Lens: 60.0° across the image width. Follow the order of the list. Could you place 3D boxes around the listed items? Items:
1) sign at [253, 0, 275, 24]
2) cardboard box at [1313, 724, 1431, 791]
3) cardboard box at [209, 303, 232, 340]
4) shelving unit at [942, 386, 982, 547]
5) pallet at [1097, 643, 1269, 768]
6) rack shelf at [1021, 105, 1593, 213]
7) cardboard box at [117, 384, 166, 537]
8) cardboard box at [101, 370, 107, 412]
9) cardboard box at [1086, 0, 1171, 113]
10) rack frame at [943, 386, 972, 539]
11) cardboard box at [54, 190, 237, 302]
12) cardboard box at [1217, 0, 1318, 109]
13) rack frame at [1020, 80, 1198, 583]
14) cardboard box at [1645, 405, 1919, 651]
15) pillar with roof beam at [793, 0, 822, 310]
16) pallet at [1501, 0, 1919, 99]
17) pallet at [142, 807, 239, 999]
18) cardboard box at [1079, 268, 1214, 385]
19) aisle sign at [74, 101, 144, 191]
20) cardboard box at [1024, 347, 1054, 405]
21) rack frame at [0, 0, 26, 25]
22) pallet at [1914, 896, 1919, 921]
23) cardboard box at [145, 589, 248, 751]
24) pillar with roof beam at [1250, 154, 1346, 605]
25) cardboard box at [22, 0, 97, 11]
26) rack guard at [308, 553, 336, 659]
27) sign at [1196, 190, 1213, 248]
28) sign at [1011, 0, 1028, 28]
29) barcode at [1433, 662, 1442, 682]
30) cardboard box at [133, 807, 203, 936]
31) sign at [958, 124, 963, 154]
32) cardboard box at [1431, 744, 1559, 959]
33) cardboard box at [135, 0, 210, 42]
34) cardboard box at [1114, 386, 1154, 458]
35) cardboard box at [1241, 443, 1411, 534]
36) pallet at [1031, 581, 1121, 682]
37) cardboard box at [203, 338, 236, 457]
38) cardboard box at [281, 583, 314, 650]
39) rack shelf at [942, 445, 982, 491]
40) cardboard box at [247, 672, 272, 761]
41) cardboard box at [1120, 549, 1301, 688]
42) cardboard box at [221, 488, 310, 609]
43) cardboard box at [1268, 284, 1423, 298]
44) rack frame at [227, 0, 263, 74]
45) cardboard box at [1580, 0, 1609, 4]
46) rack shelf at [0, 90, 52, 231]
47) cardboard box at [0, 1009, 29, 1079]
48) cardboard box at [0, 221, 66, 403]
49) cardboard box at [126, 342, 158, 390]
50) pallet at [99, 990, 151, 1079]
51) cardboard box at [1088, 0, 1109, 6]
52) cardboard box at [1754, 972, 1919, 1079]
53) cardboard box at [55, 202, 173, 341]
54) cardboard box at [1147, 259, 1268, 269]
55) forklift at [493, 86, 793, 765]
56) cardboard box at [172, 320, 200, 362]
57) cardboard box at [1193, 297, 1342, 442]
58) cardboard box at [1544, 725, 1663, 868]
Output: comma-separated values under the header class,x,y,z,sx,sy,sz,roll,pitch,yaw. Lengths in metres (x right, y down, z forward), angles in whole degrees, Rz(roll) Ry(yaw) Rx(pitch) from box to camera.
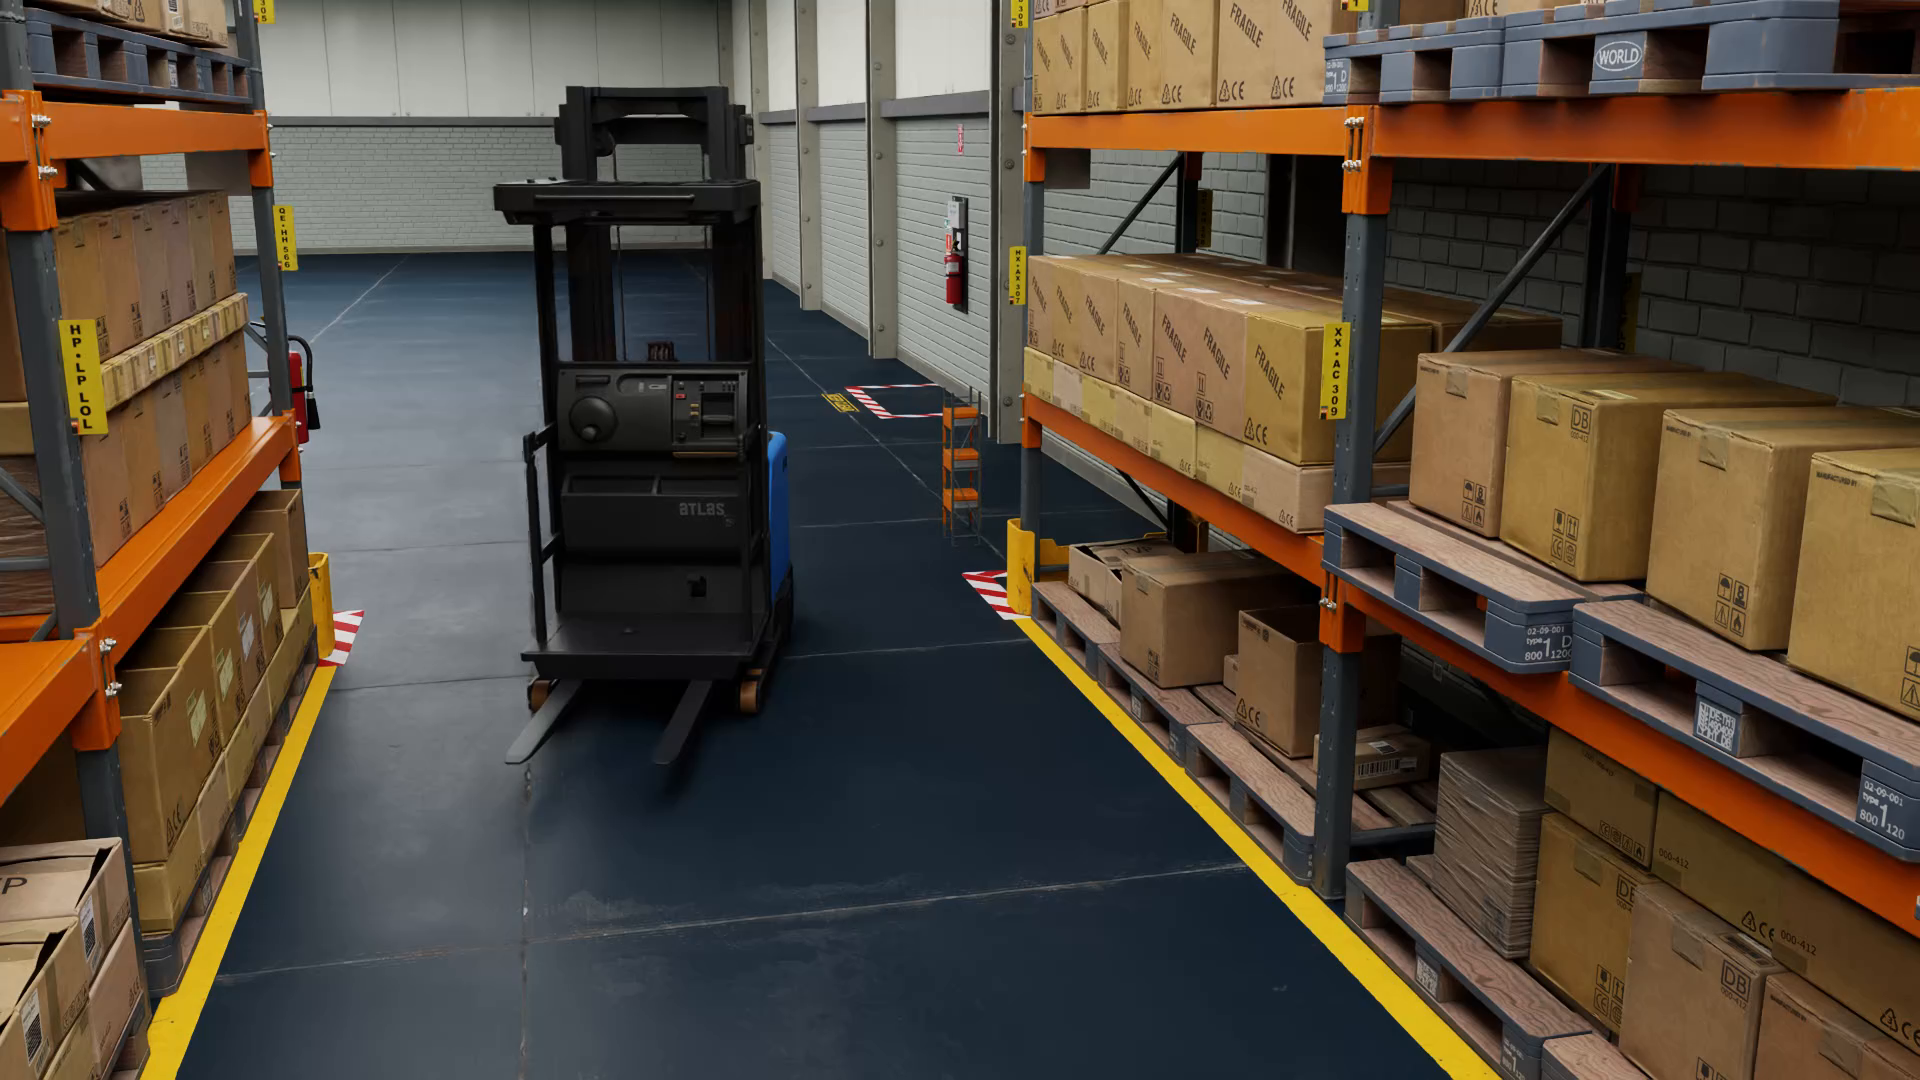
class,x,y,z,sx,sy,sz,roll,pitch,yaw
sign,-3.427,-2.704,8.154,0.100,0.325,0.005,-3,14,-13
cardboard box,1.641,0.859,6.634,0.380,0.166,0.250,-5,15,-21
cardboard box,-3.560,-0.995,7.600,0.380,0.149,0.250,-3,14,-14
shelving unit,0.013,-0.498,11.252,0.215,1.050,0.252,-3,14,-13
pallet,1.314,0.738,7.963,1.003,0.211,1.213,-3,14,-13
rack shelf,1.326,-1.751,7.469,1.077,0.370,4.000,-3,14,-13
cardboard box,-3.373,-0.293,6.095,0.700,0.500,0.500,-3,14,-12
cardboard box,-3.014,-0.459,5.407,0.380,0.149,0.250,-4,14,-15
cardboard box,0.909,-2.284,7.881,0.500,0.500,0.500,-3,14,-11
rack frame,-0.016,-0.526,11.367,0.200,1.050,0.008,-3,14,-13
cardboard box,-3.848,-1.386,7.835,0.700,0.500,0.500,-3,14,-13
cardboard box,1.331,-1.917,6.382,0.500,0.500,0.500,-5,14,-18
rack frame,0.857,-1.105,9.629,1.000,3.000,0.127,-3,14,-13
cardboard box,2.192,-0.045,4.155,0.700,0.500,0.500,-1,14,-5
pillar with roof beam,-6.550,-7.818,24.467,9.100,9.000,0.400,-3,14,-13
pallet,2.084,-1.160,3.932,1.213,0.211,1.003,-3,14,-13
pallet,-3.164,1.264,5.809,1.003,0.211,1.213,-3,14,-13
cardboard box,0.898,-1.045,8.077,0.500,0.500,0.500,-4,14,-15
aisle sign,-4.271,-2.089,8.179,0.394,0.787,0.004,-3,14,-13
cardboard box,0.663,-0.911,9.111,0.500,0.250,0.500,-4,14,-15
rack frame,-3.018,-2.819,4.006,1.000,3.000,0.127,-3,14,-13
pallet,2.465,0.676,2.746,1.213,0.211,1.003,-3,14,-13
cardboard box,-3.058,0.507,6.359,0.500,0.500,0.500,-3,14,-13
pillar with roof beam,-2.323,-3.666,7.471,9.100,9.000,0.400,-3,14,-13
cardboard box,-2.880,-1.814,4.819,0.500,0.500,0.500,-2,14,-9
rack guard,-3.963,0.381,8.814,1.175,0.500,0.348,-3,14,-13
sign,1.401,-1.847,9.561,0.100,0.325,0.005,-3,14,-13
sign,0.329,-2.956,9.045,0.100,0.325,0.005,-3,14,-13
barcode,1.902,0.525,6.623,0.001,0.075,0.075,-3,14,-13
cardboard box,-2.832,1.103,5.501,0.500,0.250,0.500,-3,14,-13
sign,0.004,-4.081,16.928,0.001,0.298,0.199,-3,14,-13
cardboard box,1.985,0.987,5.405,0.700,0.500,0.500,-3,14,-11
cardboard box,-3.300,-2.134,6.531,0.500,0.311,0.500,-2,14,-7
cardboard box,1.029,-0.558,7.664,0.500,0.250,0.500,-3,14,-13
cardboard box,1.390,-0.211,6.245,0.500,0.250,0.500,-3,14,-13
pallet,1.031,0.457,9.113,1.003,0.211,1.213,-3,14,-13
cardboard box,-3.732,-0.647,7.545,0.700,0.500,0.500,-3,14,-12
cardboard box,-3.544,0.411,8.332,0.500,0.250,0.500,-3,14,-13
rack shelf,0.013,-0.487,11.254,0.215,0.259,0.240,-3,14,-13
cardboard box,-3.181,0.757,6.919,0.500,0.250,0.500,-3,14,-13
cardboard box,1.189,0.364,7.957,0.700,0.500,0.500,-4,14,-17
cardboard box,-3.542,0.047,8.244,0.500,0.500,0.500,-3,14,-13
cardboard box,1.659,-0.838,7.231,0.500,0.500,0.500,-3,14,-12
rack frame,-3.958,-3.742,7.783,1.000,3.000,0.127,-3,14,-13
cardboard box,1.991,-1.527,4.340,0.500,0.311,0.500,-3,14,-11
rack shelf,-2.549,-0.551,2.559,1.077,0.370,4.000,-3,14,-13
cardboard box,-2.401,1.267,3.649,0.500,0.311,0.500,-3,14,-13
cardboard box,-3.129,-0.686,4.970,0.700,0.500,0.500,-3,14,-13
cardboard box,-3.200,-0.639,6.143,0.380,0.149,0.250,-4,14,-15
pallet,-2.807,1.617,4.362,1.003,0.211,1.213,-3,14,-13
cardboard box,0.911,-2.767,7.754,0.500,0.500,0.500,-3,14,-12
cardboard box,2.363,1.340,3.963,0.700,0.500,0.500,-3,14,-13
cardboard box,-3.482,-1.033,6.391,0.700,0.500,0.500,-3,14,-13
cardboard box,1.283,-1.192,8.681,0.500,0.500,0.500,-3,14,-12
forklift,-1.504,-0.657,7.942,1.130,2.935,3.031,0,14,0
cardboard box,-3.377,-0.815,6.866,0.380,0.149,0.250,-3,14,-12
cardboard box,1.262,-0.690,6.624,0.500,0.500,0.500,-3,14,-14
cardboard box,2.092,0.725,4.901,0.500,0.250,0.500,-4,14,-14
